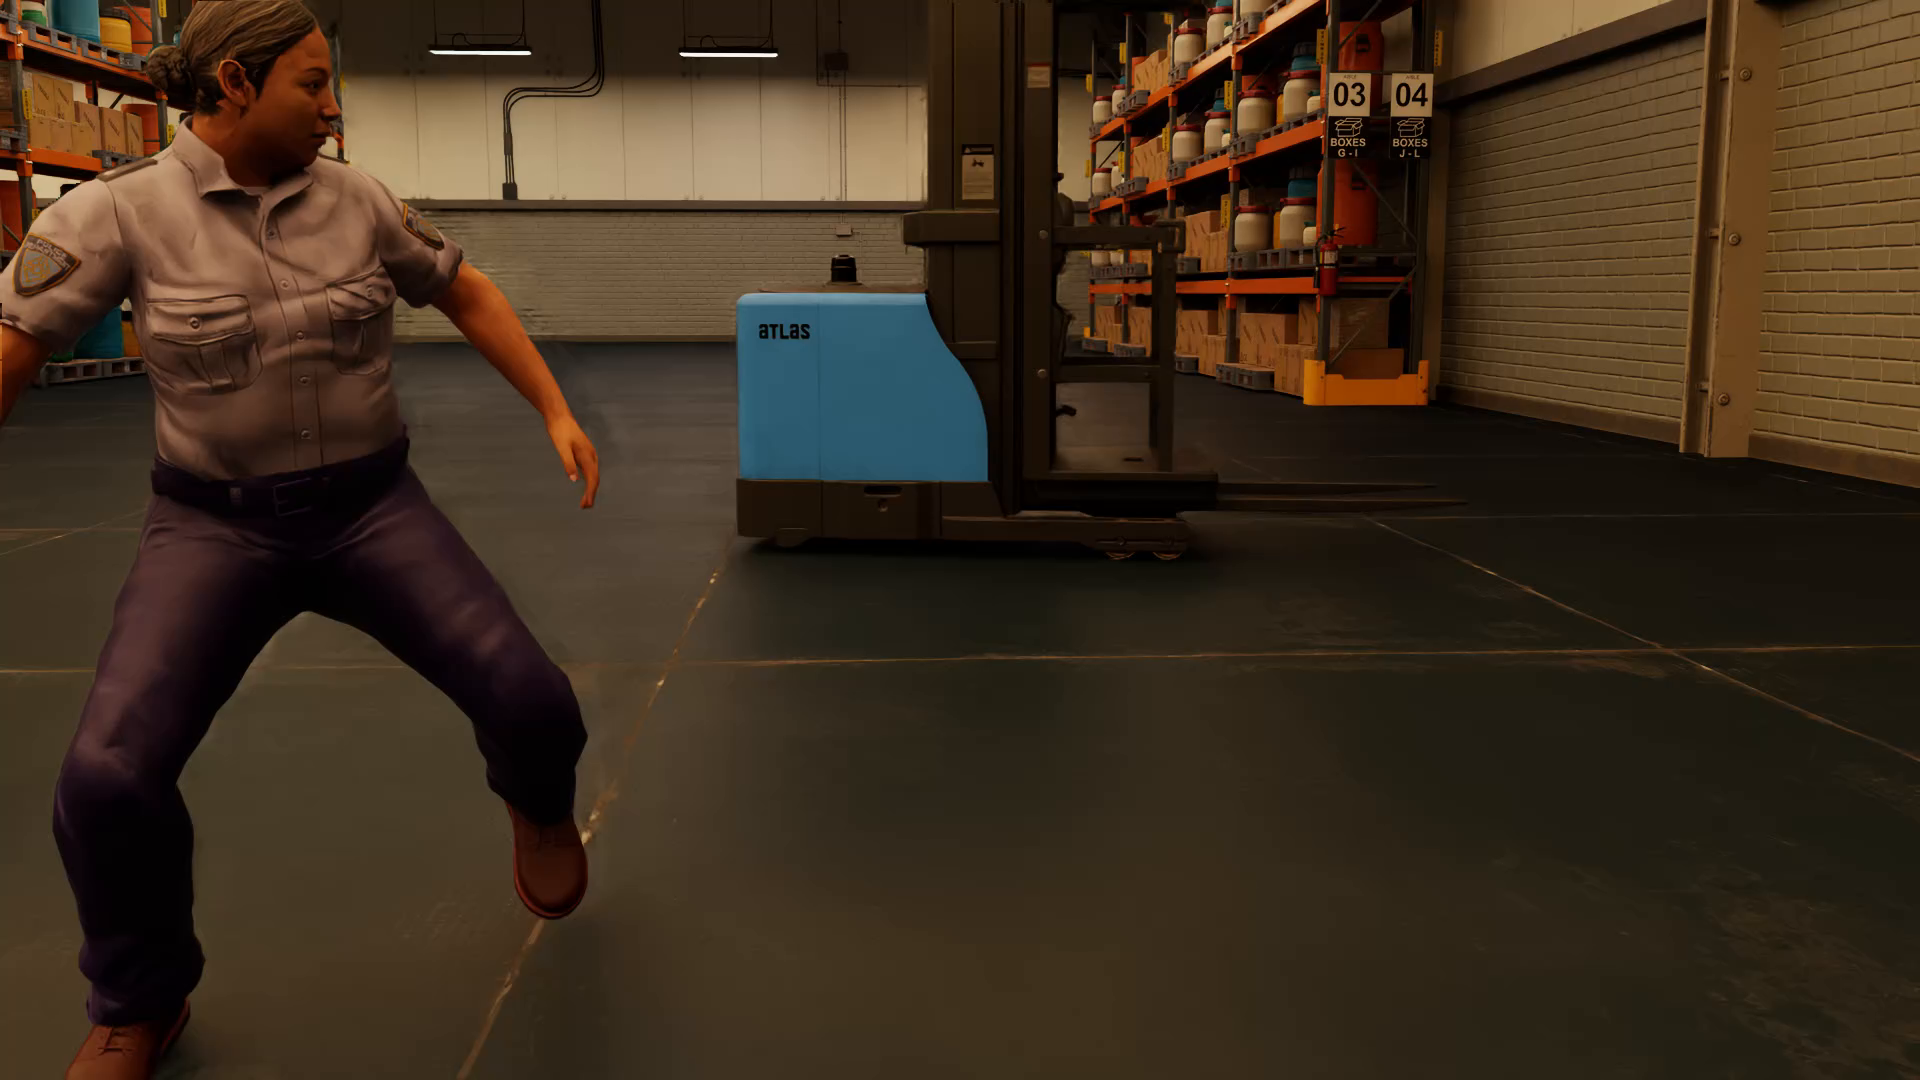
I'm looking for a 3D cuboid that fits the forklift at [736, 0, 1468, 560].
[{"bbox_3d":[0.606,-1.450,7.094,3.031,2.935,1.130,1,8,4],"label":"forklift"}]

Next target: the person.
[{"bbox_3d":[-1.000,-0.011,2.405,1.021,1.531,0.488,-5,10,-32],"label":"person"}]
